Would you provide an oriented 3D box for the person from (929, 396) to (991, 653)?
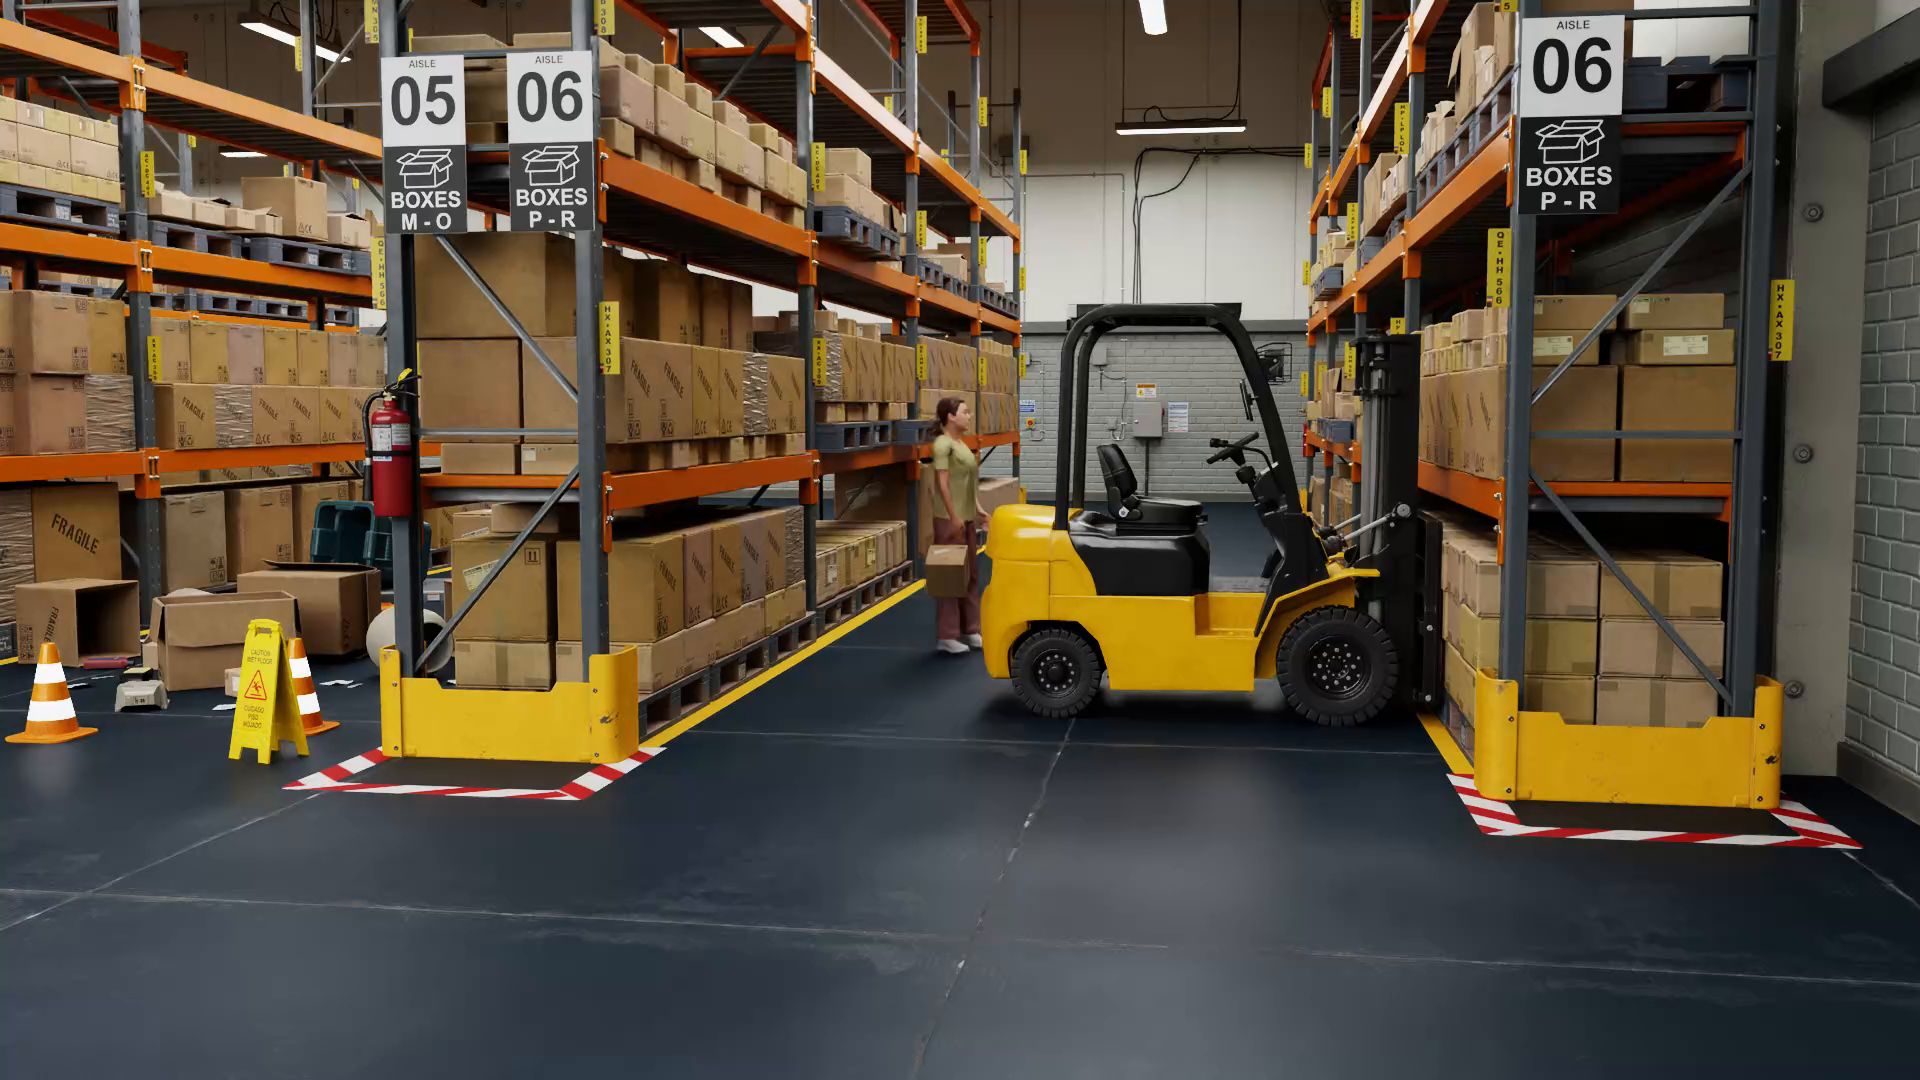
[{"bbox_3d":[-0.021,-0.113,11.030,0.432,1.684,0.525,2,5,19],"label":"person"}]
